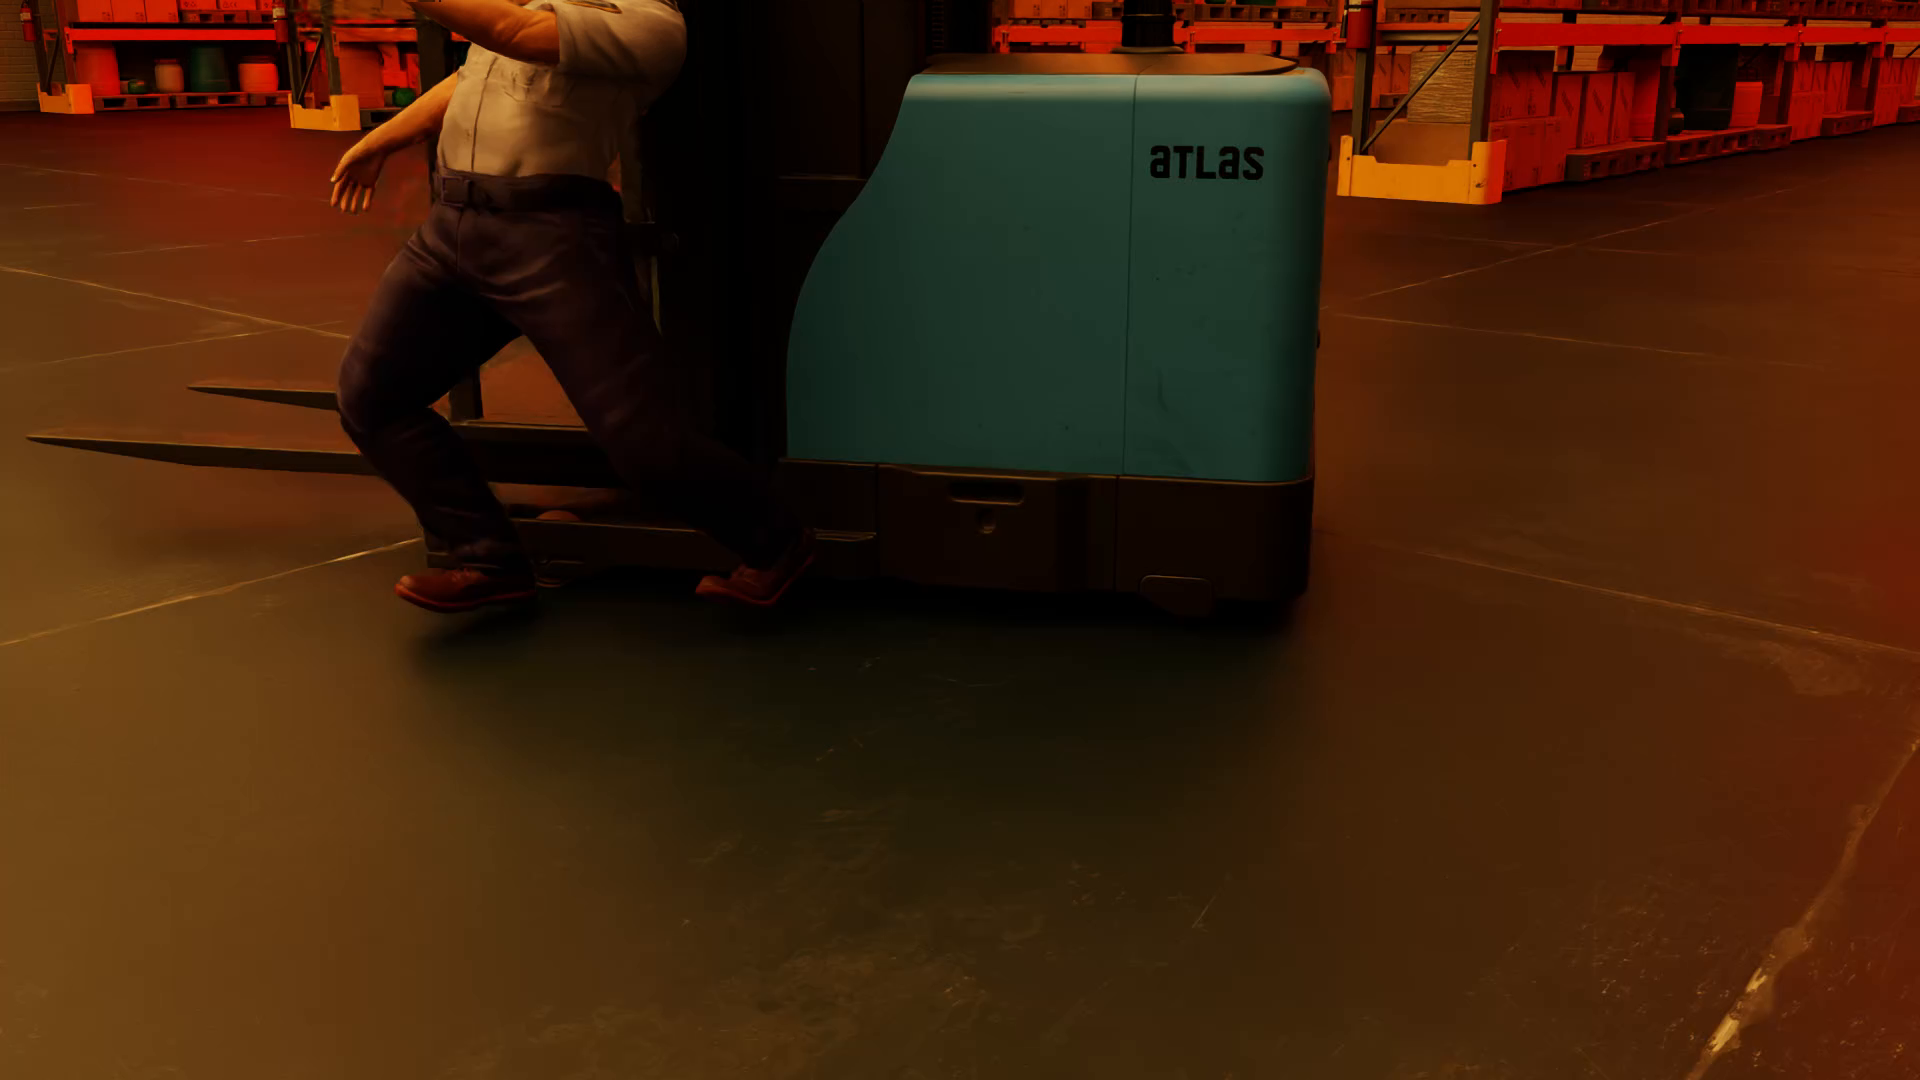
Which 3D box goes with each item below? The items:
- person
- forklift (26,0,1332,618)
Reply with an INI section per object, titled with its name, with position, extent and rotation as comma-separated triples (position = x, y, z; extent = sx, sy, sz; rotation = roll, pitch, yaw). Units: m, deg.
[person]
position = -0.843, -0.541, 3.161
extent = 0.898, 1.433, 0.787
rotation = 12, 21, 34
[forklift]
position = -0.696, -1.444, 3.653
extent = 3.031, 2.935, 1.130
rotation = 3, 17, 11
